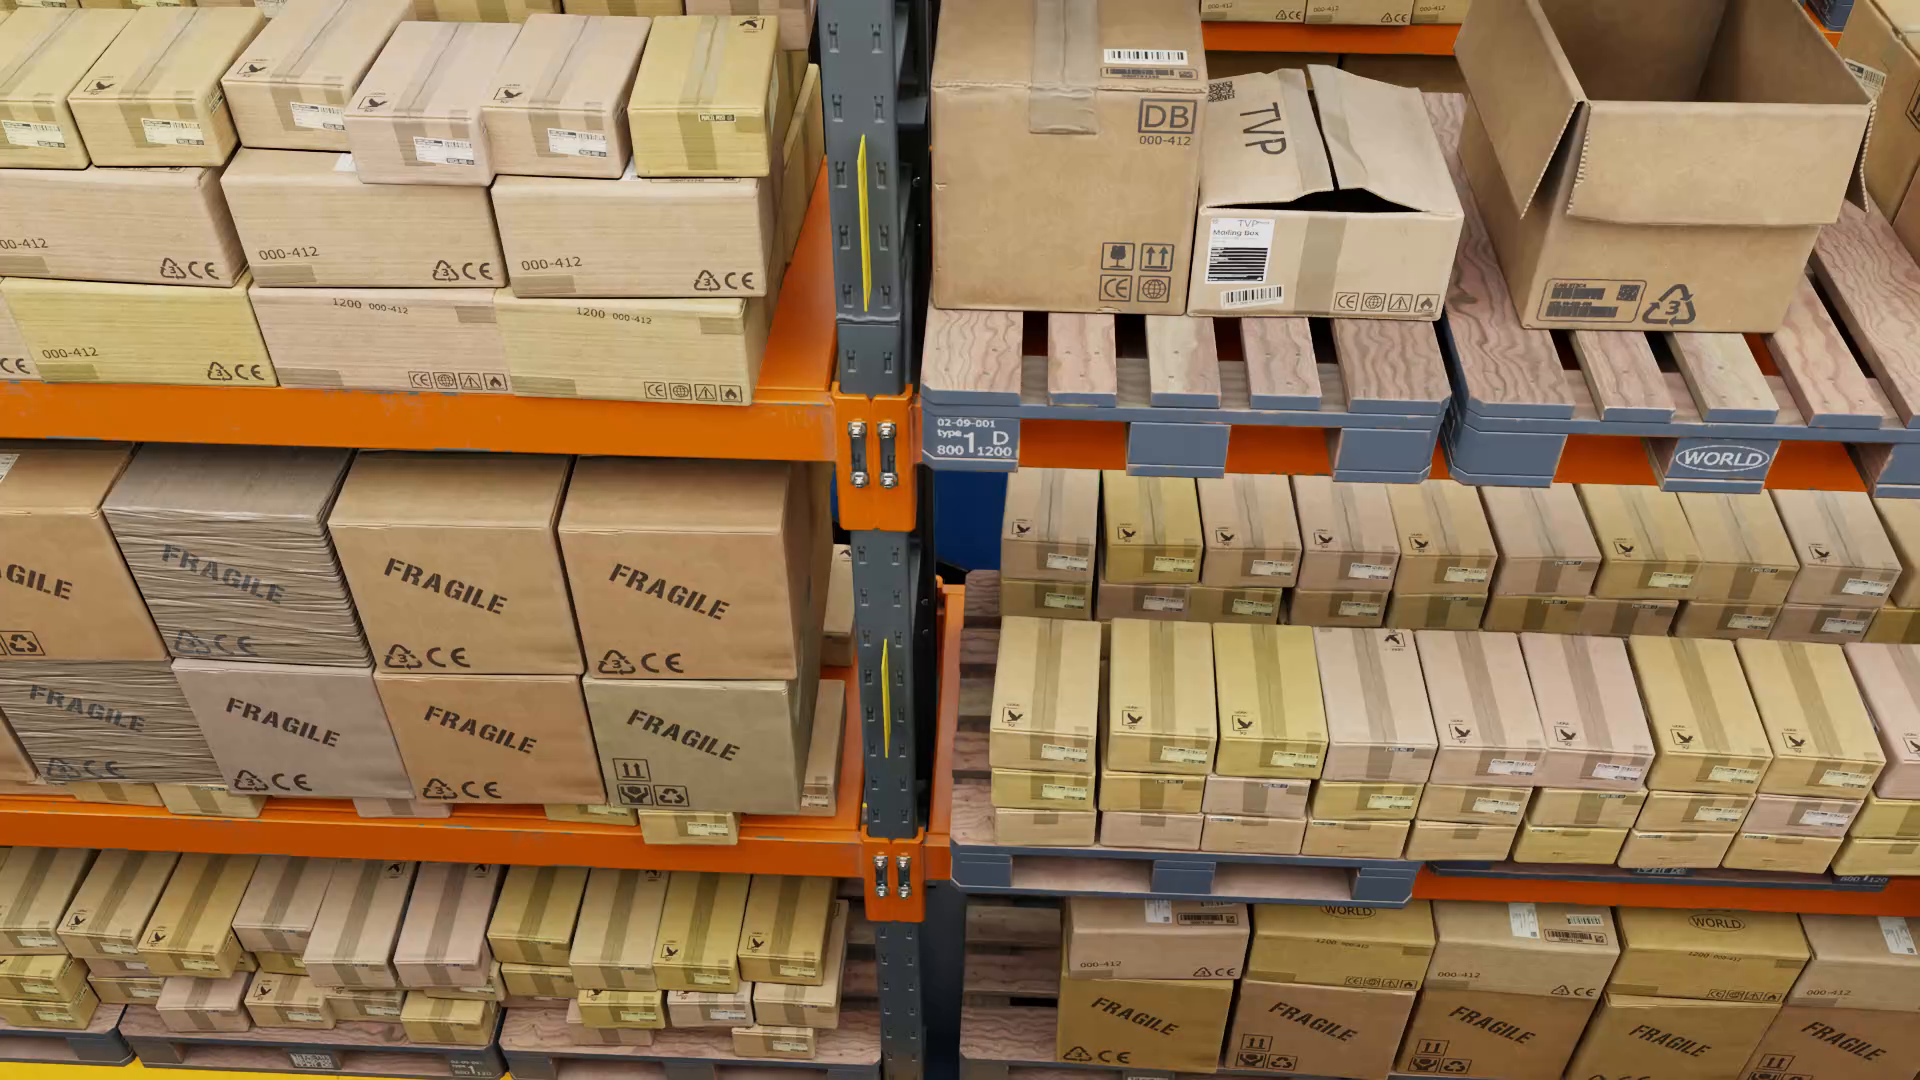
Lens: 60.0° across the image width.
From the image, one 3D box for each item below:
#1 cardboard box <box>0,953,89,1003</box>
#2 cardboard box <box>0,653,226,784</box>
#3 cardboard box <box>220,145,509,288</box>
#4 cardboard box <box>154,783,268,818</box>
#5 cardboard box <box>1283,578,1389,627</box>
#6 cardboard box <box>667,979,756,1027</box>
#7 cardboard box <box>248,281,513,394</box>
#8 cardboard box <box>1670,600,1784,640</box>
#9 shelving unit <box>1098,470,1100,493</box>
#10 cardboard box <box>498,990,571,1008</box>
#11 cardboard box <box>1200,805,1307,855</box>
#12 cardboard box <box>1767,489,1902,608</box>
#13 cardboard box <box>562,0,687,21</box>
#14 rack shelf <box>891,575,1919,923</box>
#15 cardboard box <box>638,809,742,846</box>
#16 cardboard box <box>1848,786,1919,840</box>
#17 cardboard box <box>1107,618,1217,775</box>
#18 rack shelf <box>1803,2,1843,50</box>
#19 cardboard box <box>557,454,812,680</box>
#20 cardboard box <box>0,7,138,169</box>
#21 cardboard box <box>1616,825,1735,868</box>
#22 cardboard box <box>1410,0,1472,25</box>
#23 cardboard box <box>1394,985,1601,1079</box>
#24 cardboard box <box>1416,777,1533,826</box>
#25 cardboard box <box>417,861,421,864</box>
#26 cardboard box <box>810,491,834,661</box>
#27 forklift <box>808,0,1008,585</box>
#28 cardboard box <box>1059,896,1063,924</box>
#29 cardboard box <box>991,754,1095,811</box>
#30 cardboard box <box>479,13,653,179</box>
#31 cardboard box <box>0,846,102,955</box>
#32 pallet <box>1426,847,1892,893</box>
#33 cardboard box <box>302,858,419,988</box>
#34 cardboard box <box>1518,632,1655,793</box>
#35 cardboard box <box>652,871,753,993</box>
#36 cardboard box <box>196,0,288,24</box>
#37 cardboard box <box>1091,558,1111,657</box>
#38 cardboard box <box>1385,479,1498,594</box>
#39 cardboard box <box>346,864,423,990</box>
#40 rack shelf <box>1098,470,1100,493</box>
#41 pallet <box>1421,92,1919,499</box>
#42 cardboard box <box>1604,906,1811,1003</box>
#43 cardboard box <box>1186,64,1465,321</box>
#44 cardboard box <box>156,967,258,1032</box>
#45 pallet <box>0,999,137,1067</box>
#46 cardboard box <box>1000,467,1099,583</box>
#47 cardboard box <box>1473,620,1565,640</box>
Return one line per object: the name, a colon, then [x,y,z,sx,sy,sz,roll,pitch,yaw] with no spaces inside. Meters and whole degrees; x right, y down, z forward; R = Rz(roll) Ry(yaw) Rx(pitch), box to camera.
cardboard box: [-2.874,1.254,5.268,0.250,0.149,0.380,3,43,3]
cardboard box: [-2.186,0.297,4.439,0.500,0.500,0.500,1,43,1]
cardboard box: [-1.152,-0.761,3.409,0.500,0.250,0.500,0,43,0]
cardboard box: [-2.021,0.573,4.619,0.250,0.149,0.380,3,43,3]
cardboard box: [1.030,0.059,4.644,0.250,0.149,0.380,0,43,1]
cardboard box: [-0.760,1.317,5.201,0.250,0.149,0.380,0,43,0]
cardboard box: [-1.161,-0.568,3.568,0.500,0.250,0.500,2,43,2]
cardboard box: [2.075,0.092,4.609,0.250,0.149,0.380,1,43,2]
shelving unit: [0.744,-0.100,6.477,0.503,1.200,0.258,1,43,1]
cardboard box: [-1.348,1.319,5.417,0.250,0.149,0.380,1,43,1]
cardboard box: [0.739,0.608,4.273,0.250,0.149,0.380,2,43,2]
cardboard box: [2.334,-0.006,4.495,0.250,0.149,0.380,4,43,4]
cardboard box: [-0.711,-1.247,3.638,0.250,0.149,0.380,0,43,0]
rack shelf: [1.837,0.654,4.875,4.000,0.370,1.077,2,43,2]
cardboard box: [-0.719,0.638,4.548,0.250,0.149,0.380,1,43,1]
cardboard box: [2.293,0.546,4.121,0.250,0.149,0.380,1,43,2]
cardboard box: [0.491,0.380,4.081,0.250,0.149,0.380,3,43,3]
rack shelf: [5.955,-2.597,8.365,4.000,0.370,1.077,2,43,2]
cardboard box: [-0.642,-0.012,4.037,0.500,0.500,0.500,0,43,0]
cardboard box: [-1.779,-0.888,3.252,0.250,0.149,0.380,1,43,2]
cardboard box: [1.769,0.639,4.239,0.250,0.149,0.380,0,43,0]
cardboard box: [2.427,-2.737,8.097,0.500,0.250,0.500,1,43,1]
cardboard box: [1.618,1.316,5.163,0.500,0.500,0.500,2,43,3]
cardboard box: [1.258,0.513,4.157,0.250,0.149,0.380,3,43,4]
cardboard box: [-1.808,0.977,5.784,0.250,0.149,0.380,1,43,1]
cardboard box: [-0.644,-0.003,4.761,0.500,0.500,0.500,1,43,1]
forklift: [-0.760,-1.431,6.636,3.031,2.935,1.130,21,47,21]
cardboard box: [0.590,0.942,5.564,0.500,0.500,0.500,1,43,1]
cardboard box: [0.212,0.484,4.188,0.250,0.149,0.380,2,43,3]
cardboard box: [-0.750,-0.867,3.230,0.250,0.149,0.380,3,43,3]
cardboard box: [-2.870,1.099,5.217,0.250,0.149,0.380,0,43,0]
pallet: [1.856,0.490,4.665,1.213,0.211,1.003,2,43,2]
cardboard box: [-1.834,1.178,5.132,0.250,0.149,0.380,0,43,0]
cardboard box: [1.504,0.414,4.044,0.250,0.149,0.380,3,43,3]
cardboard box: [-0.785,1.187,5.122,0.250,0.149,0.380,2,43,2]
cardboard box: [-1.481,-1.249,3.640,0.250,0.149,0.380,1,43,1]
cardboard box: [0.505,0.153,4.762,0.250,0.149,0.380,2,43,2]
cardboard box: [1.283,-0.036,4.527,0.250,0.149,0.380,0,43,1]
cardboard box: [-1.797,1.230,5.294,0.250,0.149,0.380,0,43,0]
rack shelf: [0.744,-0.229,6.357,0.480,0.148,0.258,1,43,1]
pallet: [1.488,-0.578,3.607,1.003,0.211,1.213,2,43,2]
cardboard box: [2.128,1.062,4.885,0.500,0.250,0.500,3,43,3]
cardboard box: [0.709,-0.719,3.378,0.500,0.311,0.500,1,43,1]
cardboard box: [-2.379,1.378,5.354,0.250,0.149,0.380,0,43,0]
pallet: [-3.271,1.278,5.723,1.213,0.211,1.003,2,43,2]
cardboard box: [0.249,-0.070,4.565,0.250,0.149,0.380,4,43,4]
cardboard box: [1.547,0.183,4.729,0.250,0.149,0.380,3,43,4]
